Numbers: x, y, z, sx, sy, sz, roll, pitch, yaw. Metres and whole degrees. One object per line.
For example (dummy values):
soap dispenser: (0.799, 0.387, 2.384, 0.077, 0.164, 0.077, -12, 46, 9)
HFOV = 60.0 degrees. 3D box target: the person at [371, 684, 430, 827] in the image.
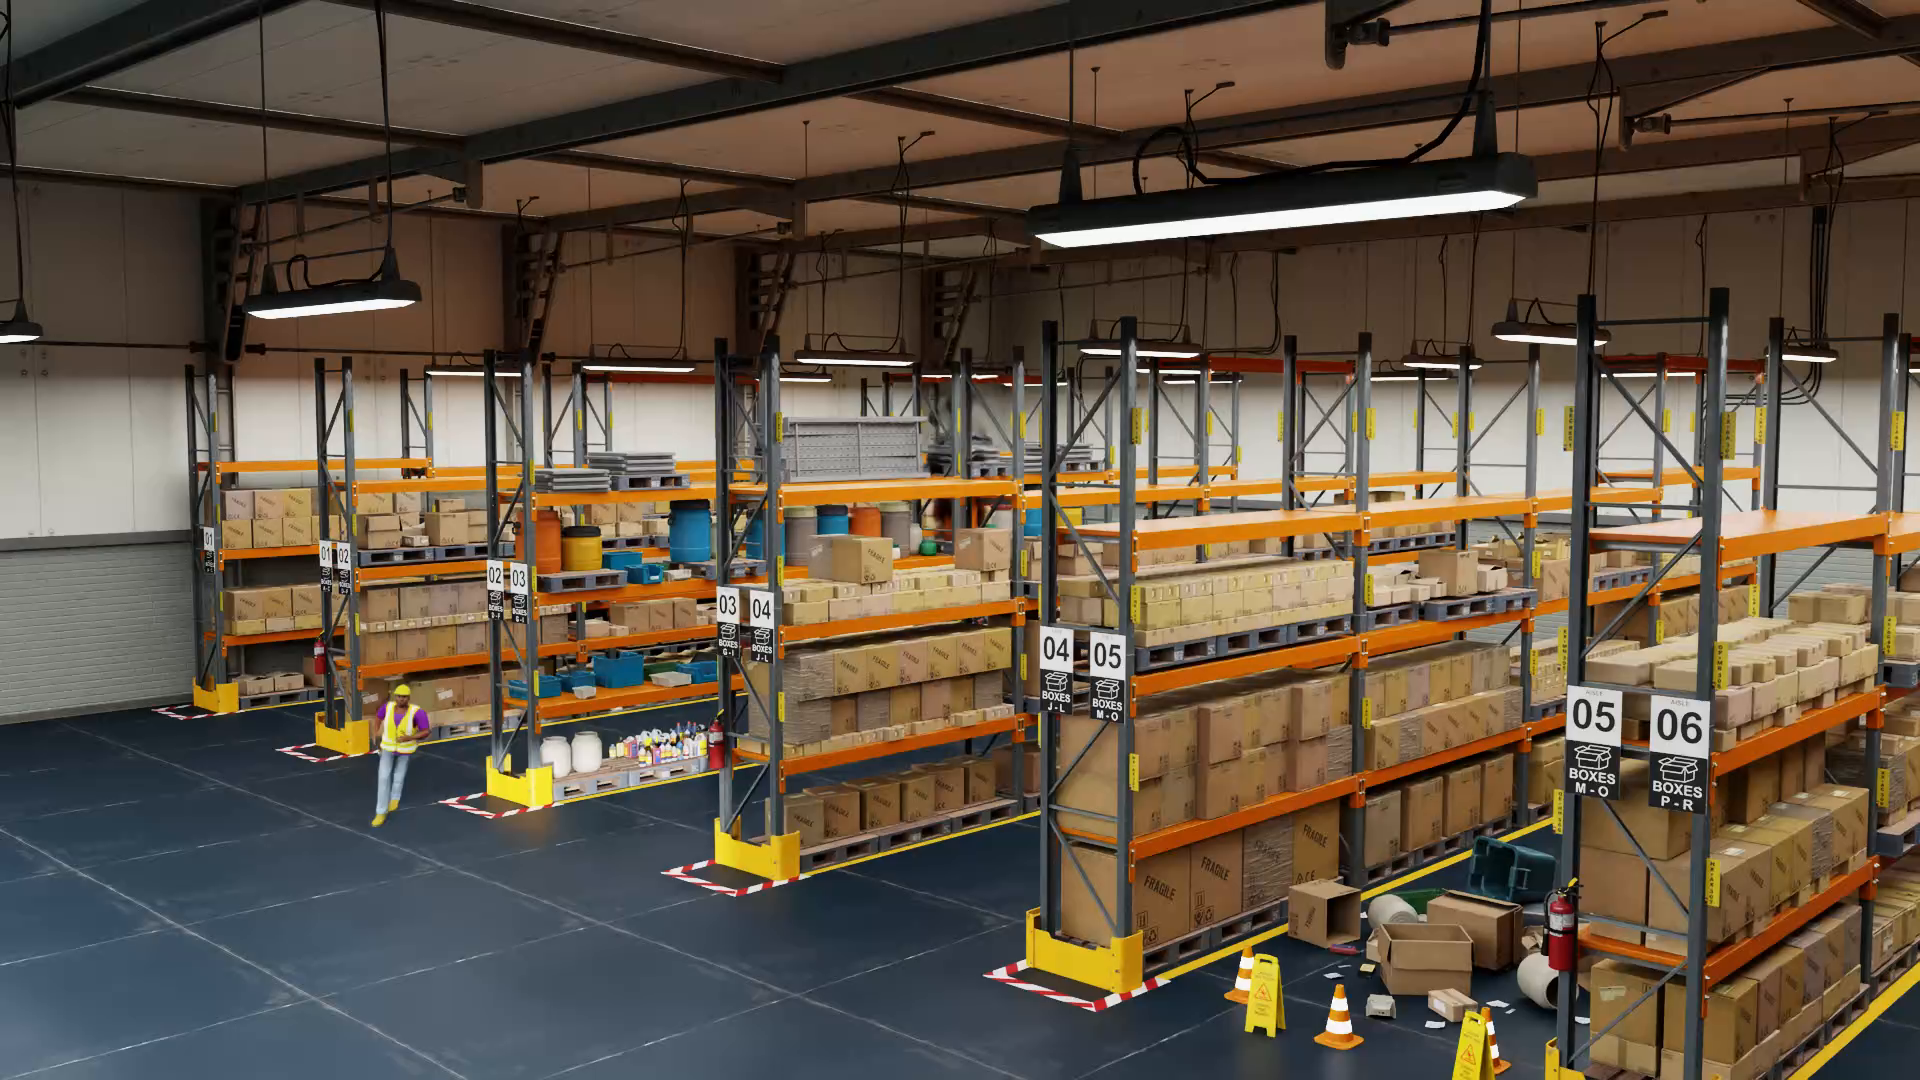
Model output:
person: (-7.091, 2.684, 21.171, 0.704, 1.772, 0.884, -1, 4, -9)
